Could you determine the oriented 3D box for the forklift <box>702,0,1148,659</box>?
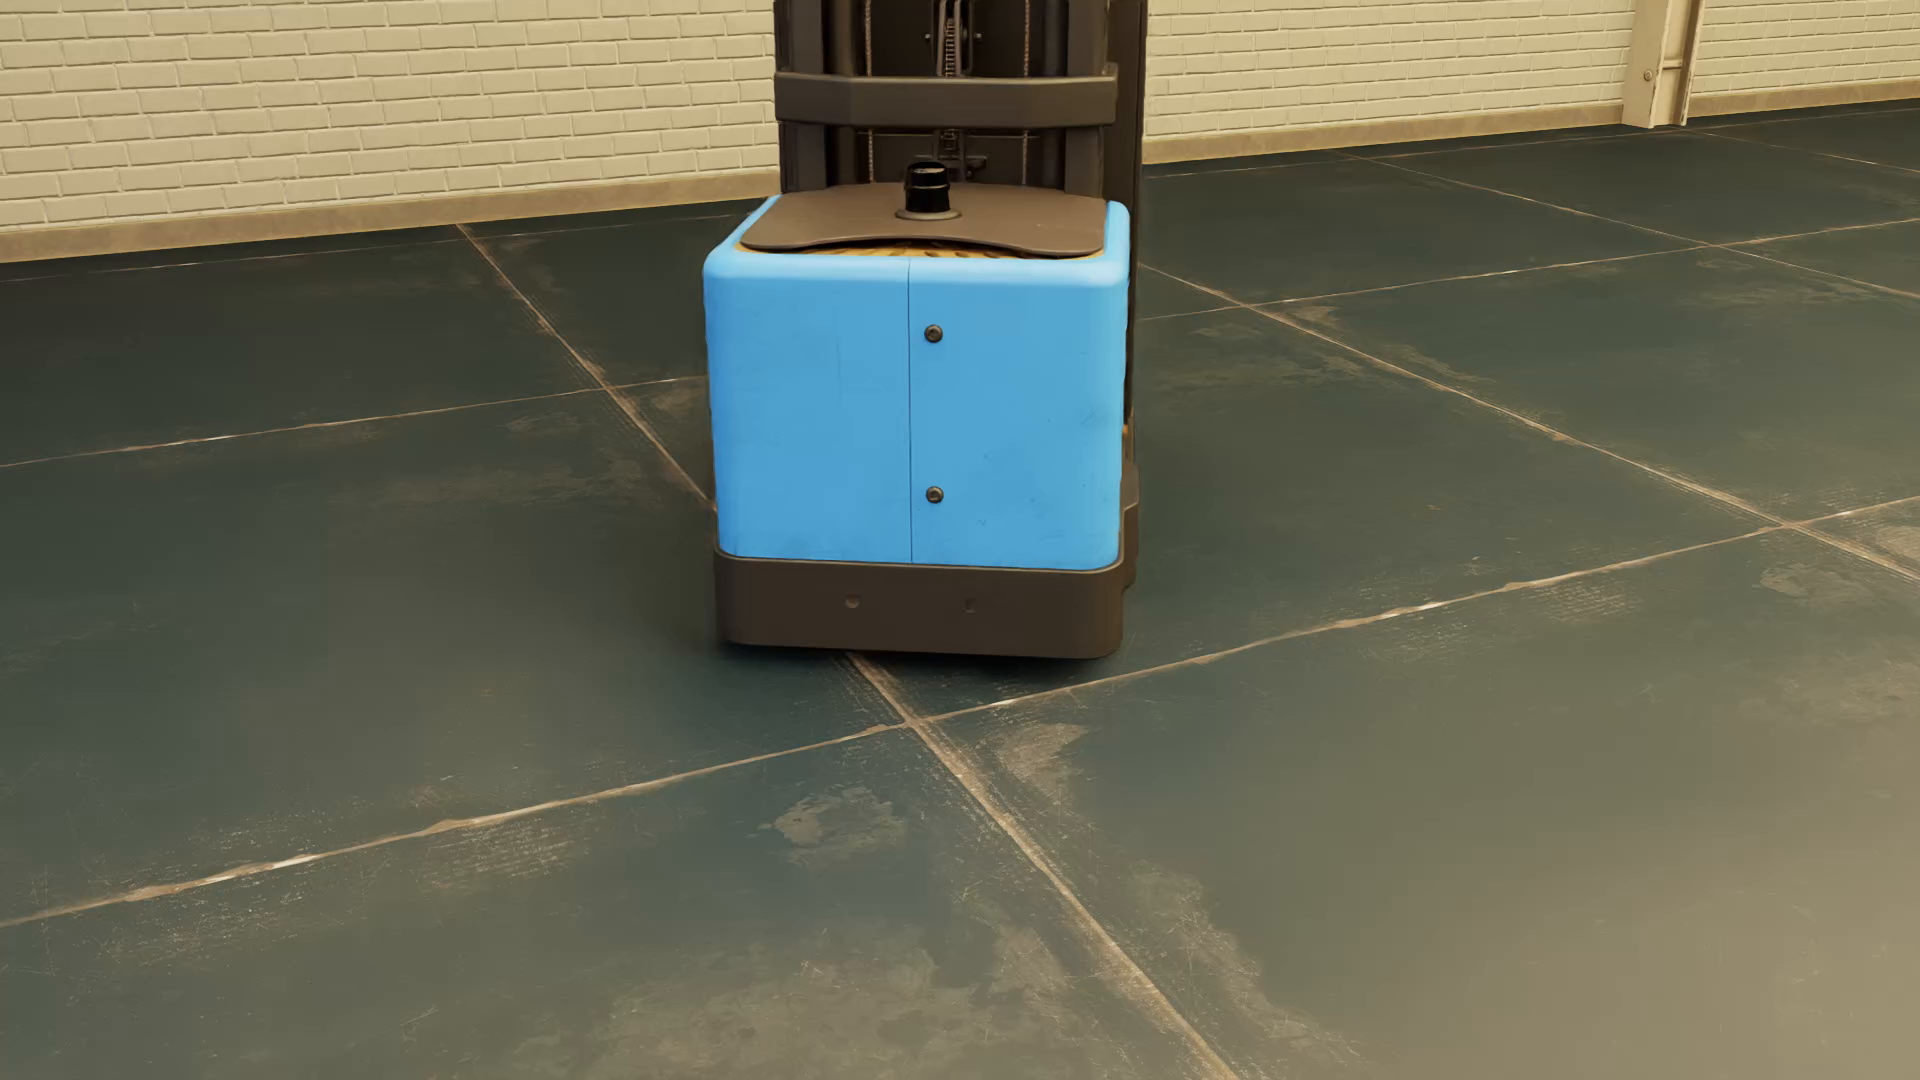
[{"bbox_3d":[0.025,-1.579,5.088,1.130,2.935,3.031,2,23,5],"label":"forklift"}]
